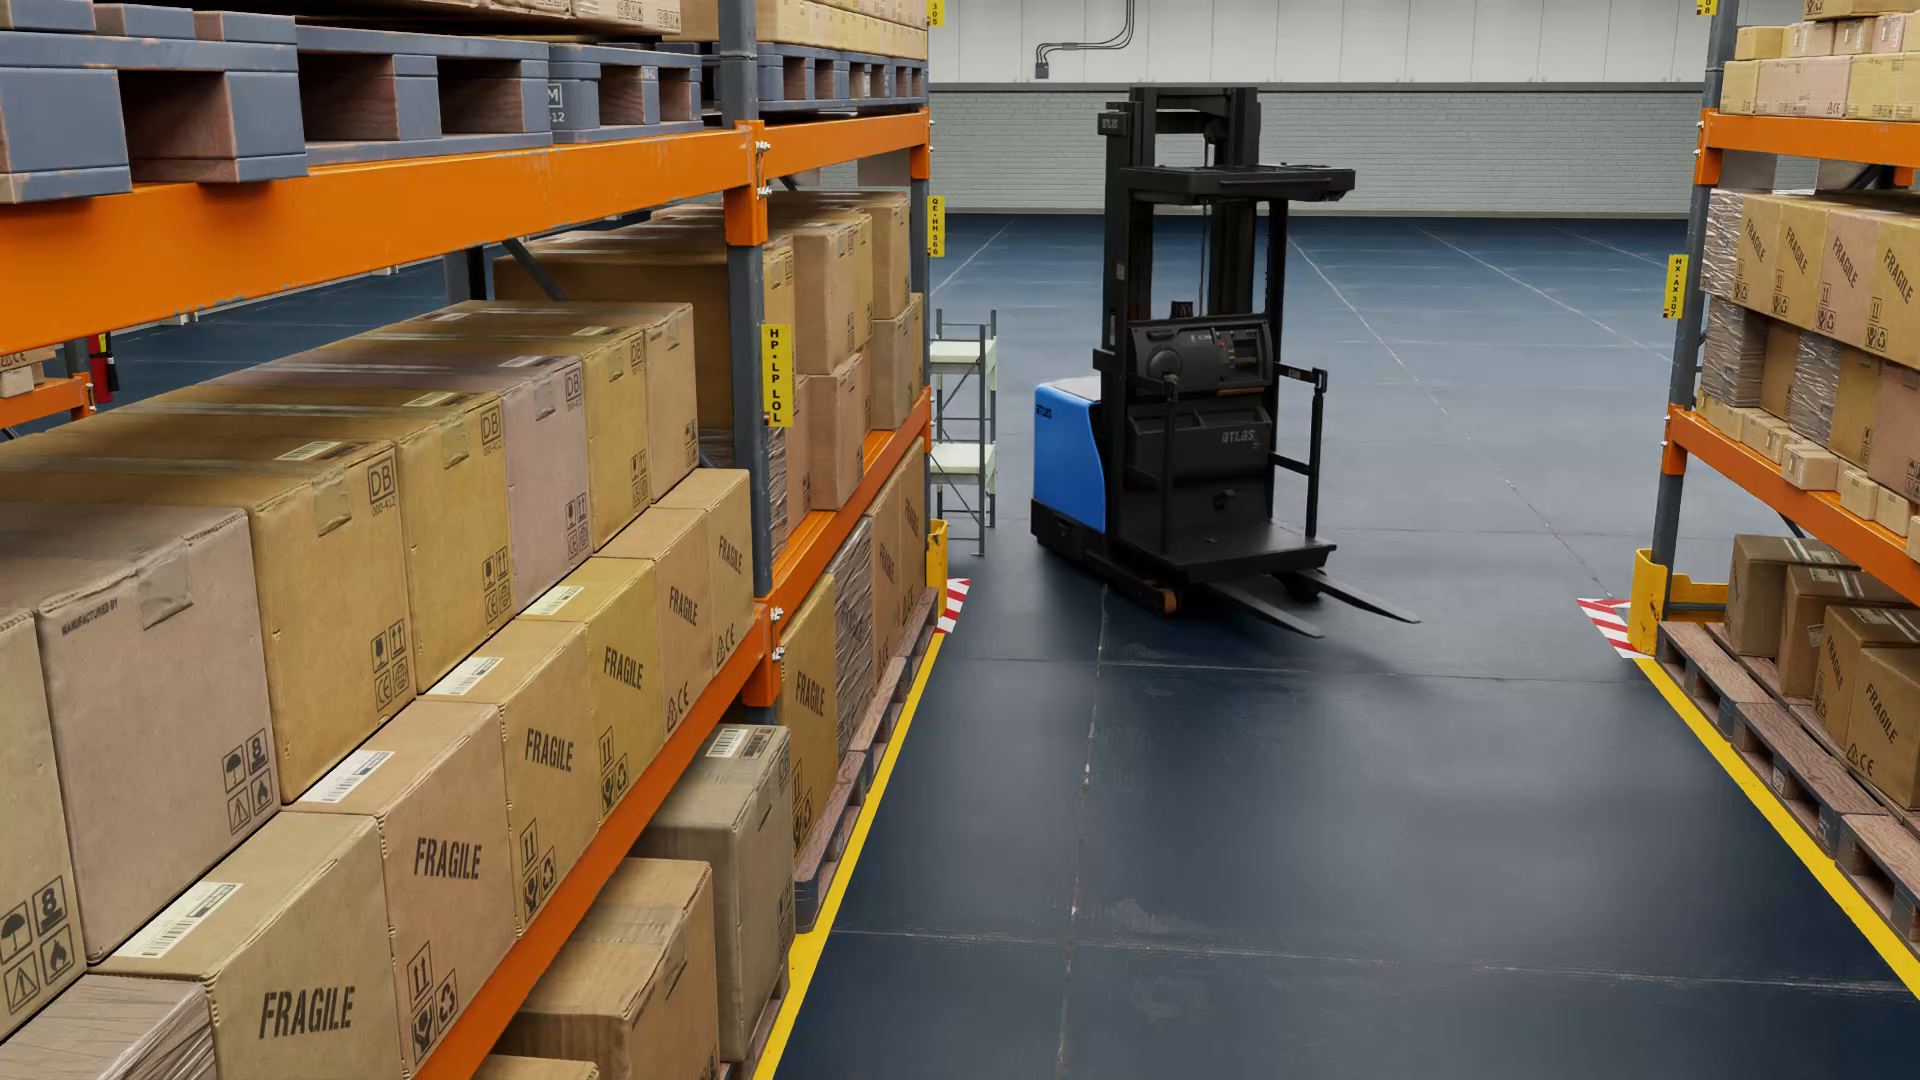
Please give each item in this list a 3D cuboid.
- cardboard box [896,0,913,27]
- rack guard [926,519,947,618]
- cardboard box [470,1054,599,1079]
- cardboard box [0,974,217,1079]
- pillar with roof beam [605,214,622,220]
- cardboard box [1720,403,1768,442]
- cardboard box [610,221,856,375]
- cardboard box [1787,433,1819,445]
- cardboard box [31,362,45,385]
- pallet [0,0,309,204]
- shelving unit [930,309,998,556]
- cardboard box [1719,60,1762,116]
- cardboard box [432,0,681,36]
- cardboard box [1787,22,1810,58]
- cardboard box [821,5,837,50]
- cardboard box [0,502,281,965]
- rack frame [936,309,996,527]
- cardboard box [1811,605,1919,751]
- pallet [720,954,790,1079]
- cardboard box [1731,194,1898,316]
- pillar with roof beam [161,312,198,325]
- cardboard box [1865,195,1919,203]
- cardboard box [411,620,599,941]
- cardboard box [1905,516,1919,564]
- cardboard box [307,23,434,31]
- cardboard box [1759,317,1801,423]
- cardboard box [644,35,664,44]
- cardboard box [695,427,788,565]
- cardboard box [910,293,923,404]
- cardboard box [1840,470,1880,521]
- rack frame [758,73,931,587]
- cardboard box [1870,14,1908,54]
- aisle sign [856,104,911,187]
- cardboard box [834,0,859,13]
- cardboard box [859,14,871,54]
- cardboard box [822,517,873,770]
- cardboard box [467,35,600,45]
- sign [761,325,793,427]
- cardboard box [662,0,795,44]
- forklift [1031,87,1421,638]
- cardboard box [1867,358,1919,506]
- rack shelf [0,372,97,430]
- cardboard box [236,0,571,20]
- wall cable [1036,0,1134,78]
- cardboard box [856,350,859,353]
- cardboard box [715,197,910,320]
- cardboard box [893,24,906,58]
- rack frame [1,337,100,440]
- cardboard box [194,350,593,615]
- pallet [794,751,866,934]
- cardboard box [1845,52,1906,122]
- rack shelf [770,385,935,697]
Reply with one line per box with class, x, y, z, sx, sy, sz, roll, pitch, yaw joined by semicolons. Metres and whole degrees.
cardboard box;-0.506;-2.555;7.839;0.500;0.250;0.500;2;15;6
rack guard;-0.668;0.151;9.647;1.175;0.500;0.348;2;15;6
cardboard box;-1.320;1.526;3.276;1.050;0.750;0.750;2;15;7
cardboard box;-1.255;0.869;2.012;0.500;0.500;0.500;2;15;7
pillar with roof beam;-3.845;-11.710;37.230;9.100;9.000;0.400;2;15;6
cardboard box;3.886;-0.560;7.970;0.380;0.149;0.250;2;15;6
cardboard box;-0.903;-0.983;6.693;0.875;0.550;0.550;2;15;6
cardboard box;3.842;-0.365;7.246;0.380;0.149;0.250;2;15;6
cardboard box;-5.431;-0.945;9.390;0.380;0.149;0.250;2;15;8
pallet;-1.554;-0.500;1.880;1.213;0.211;1.003;2;15;9
shelving unit;0.001;-0.726;10.973;0.431;1.500;0.755;2;15;6
cardboard box;3.935;-2.136;7.854;0.500;0.250;0.500;2;15;8
cardboard box;-1.043;-1.451;4.326;0.500;0.250;0.500;2;15;7
cardboard box;3.852;-2.179;7.250;0.380;0.149;0.250;2;15;9
cardboard box;-0.658;-1.871;6.074;0.380;0.149;0.250;1;15;5
cardboard box;-1.457;0.247;2.395;0.700;0.500;0.500;1;15;5
rack frame;0.042;-0.821;11.324;0.400;1.500;0.023;2;15;6
cardboard box;4.036;0.606;7.159;0.500;0.500;0.500;3;15;11
pallet;-1.135;1.536;5.076;1.003;0.211;1.213;2;15;6
cardboard box;3.850;-1.288;7.501;0.500;0.500;0.500;2;15;6
pillar with roof beam;-5.876;-7.042;19.965;9.100;9.000;0.400;2;15;6
cardboard box;4.379;-1.272;7.443;0.500;0.500;0.500;2;15;6
cardboard box;-1.085;0.477;3.461;0.500;0.500;0.500;2;15;6
cardboard box;3.570;0.021;5.818;0.380;0.149;0.250;2;15;6
cardboard box;-1.486;-1.328;4.066;0.250;0.149;0.380;2;15;6
cardboard box;4.219;-0.794;7.591;0.875;0.500;0.500;2;15;6
cardboard box;-1.314;-1.893;6.153;0.380;0.149;0.250;2;15;6
cardboard box;-1.093;-0.181;5.796;0.875;0.550;0.550;2;15;6
cardboard box;-0.668;-1.024;8.917;0.875;0.550;0.550;2;15;6
cardboard box;3.711;-0.172;6.531;0.380;0.149;0.250;2;15;6
rack frame;-0.671;-1.050;9.297;1.000;3.000;0.127;2;15;6
cardboard box;3.823;-1.978;6.509;0.380;0.149;0.250;2;15;6
aisle sign;-0.365;-2.314;8.993;0.394;0.787;0.004;2;15;6
cardboard box;-0.677;-2.163;6.388;0.500;0.250;0.500;2;15;6
cardboard box;-0.572;-2.069;6.805;0.380;0.149;0.250;2;15;7
cardboard box;-0.884;0.416;7.144;0.875;0.875;0.875;2;15;7
cardboard box;-1.399;-1.694;5.418;0.380;0.149;0.250;2;15;6
sign;-0.582;-0.519;5.270;0.100;0.325;0.005;2;15;6
cardboard box;-0.744;-1.674;5.346;0.380;0.149;0.250;1;15;5
forklift;1.519;-1.101;9.619;1.130;2.935;3.031;-6;16;-23
cardboard box;3.954;-0.408;6.163;0.875;0.500;0.500;2;15;6
rack shelf;-5.827;-0.303;7.915;1.077;0.370;4.000;2;15;6
cardboard box;-1.102;-1.207;3.308;0.500;0.311;0.500;1;15;4
wall cable;2.955;-13.920;38.887;2.305;6.003;0.169;2;15;6
cardboard box;-0.915;-0.601;7.351;0.875;0.550;0.500;2;15;6
cardboard box;-0.722;-1.403;8.247;0.875;0.550;0.550;2;15;6
cardboard box;-0.458;-2.334;7.784;0.380;0.149;0.250;2;15;7
rack frame;-5.601;-1.169;9.739;1.000;3.000;0.127;2;15;6
cardboard box;-1.286;-0.150;3.862;0.700;0.500;0.500;2;15;7
pallet;-0.959;1.139;6.545;1.003;0.211;1.213;2;15;6
cardboard box;3.769;-1.738;6.384;0.500;0.250;0.500;2;15;8
rack shelf;-0.897;-0.184;7.473;1.077;0.370;4.000;2;15;6
